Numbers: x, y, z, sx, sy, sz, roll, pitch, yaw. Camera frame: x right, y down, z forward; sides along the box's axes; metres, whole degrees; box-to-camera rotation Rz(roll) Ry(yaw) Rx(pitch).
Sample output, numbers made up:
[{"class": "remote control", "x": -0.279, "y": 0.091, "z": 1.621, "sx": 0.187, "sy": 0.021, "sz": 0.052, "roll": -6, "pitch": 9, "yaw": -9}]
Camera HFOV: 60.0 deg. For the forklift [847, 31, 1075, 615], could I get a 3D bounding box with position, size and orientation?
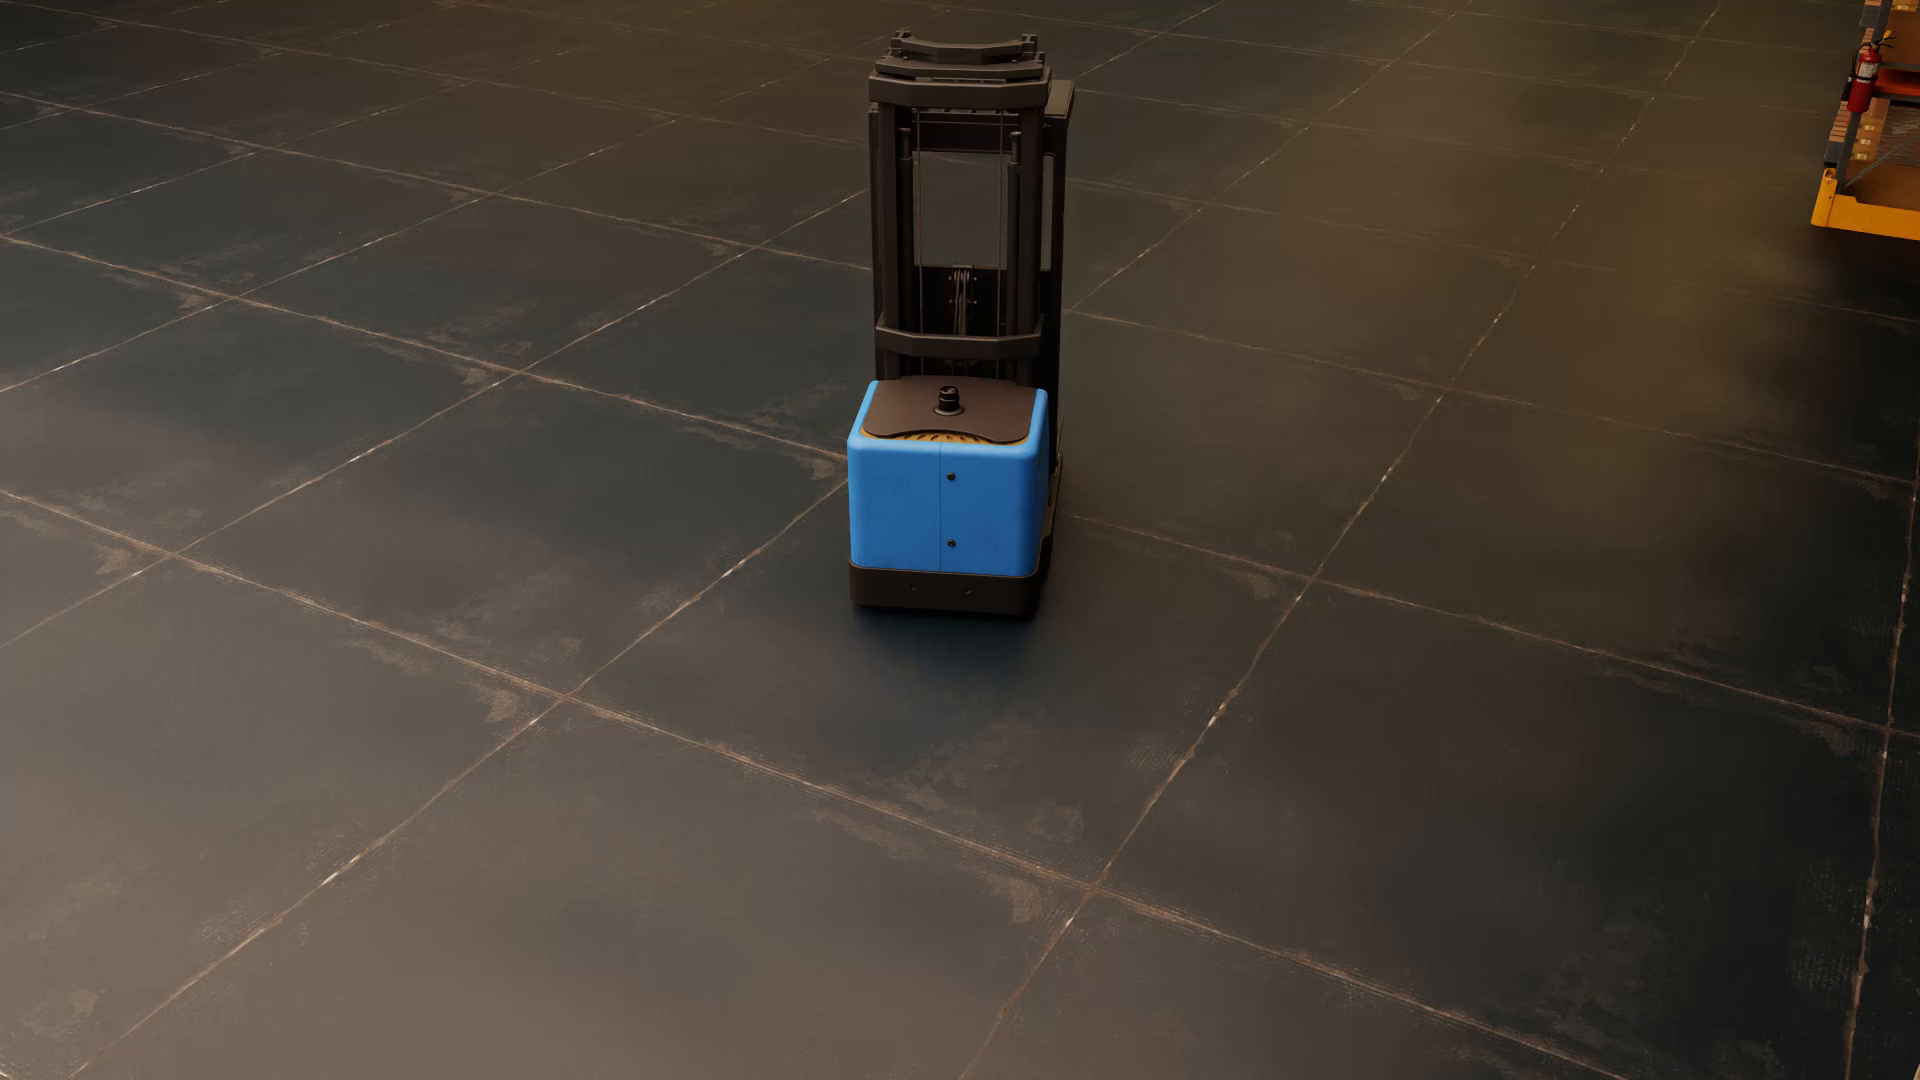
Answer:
[{"class": "forklift", "x": 0.072, "y": -1.572, "z": 9.794, "sx": 1.130, "sy": 2.935, "sz": 3.031, "roll": 3, "pitch": 30, "yaw": 6}]
